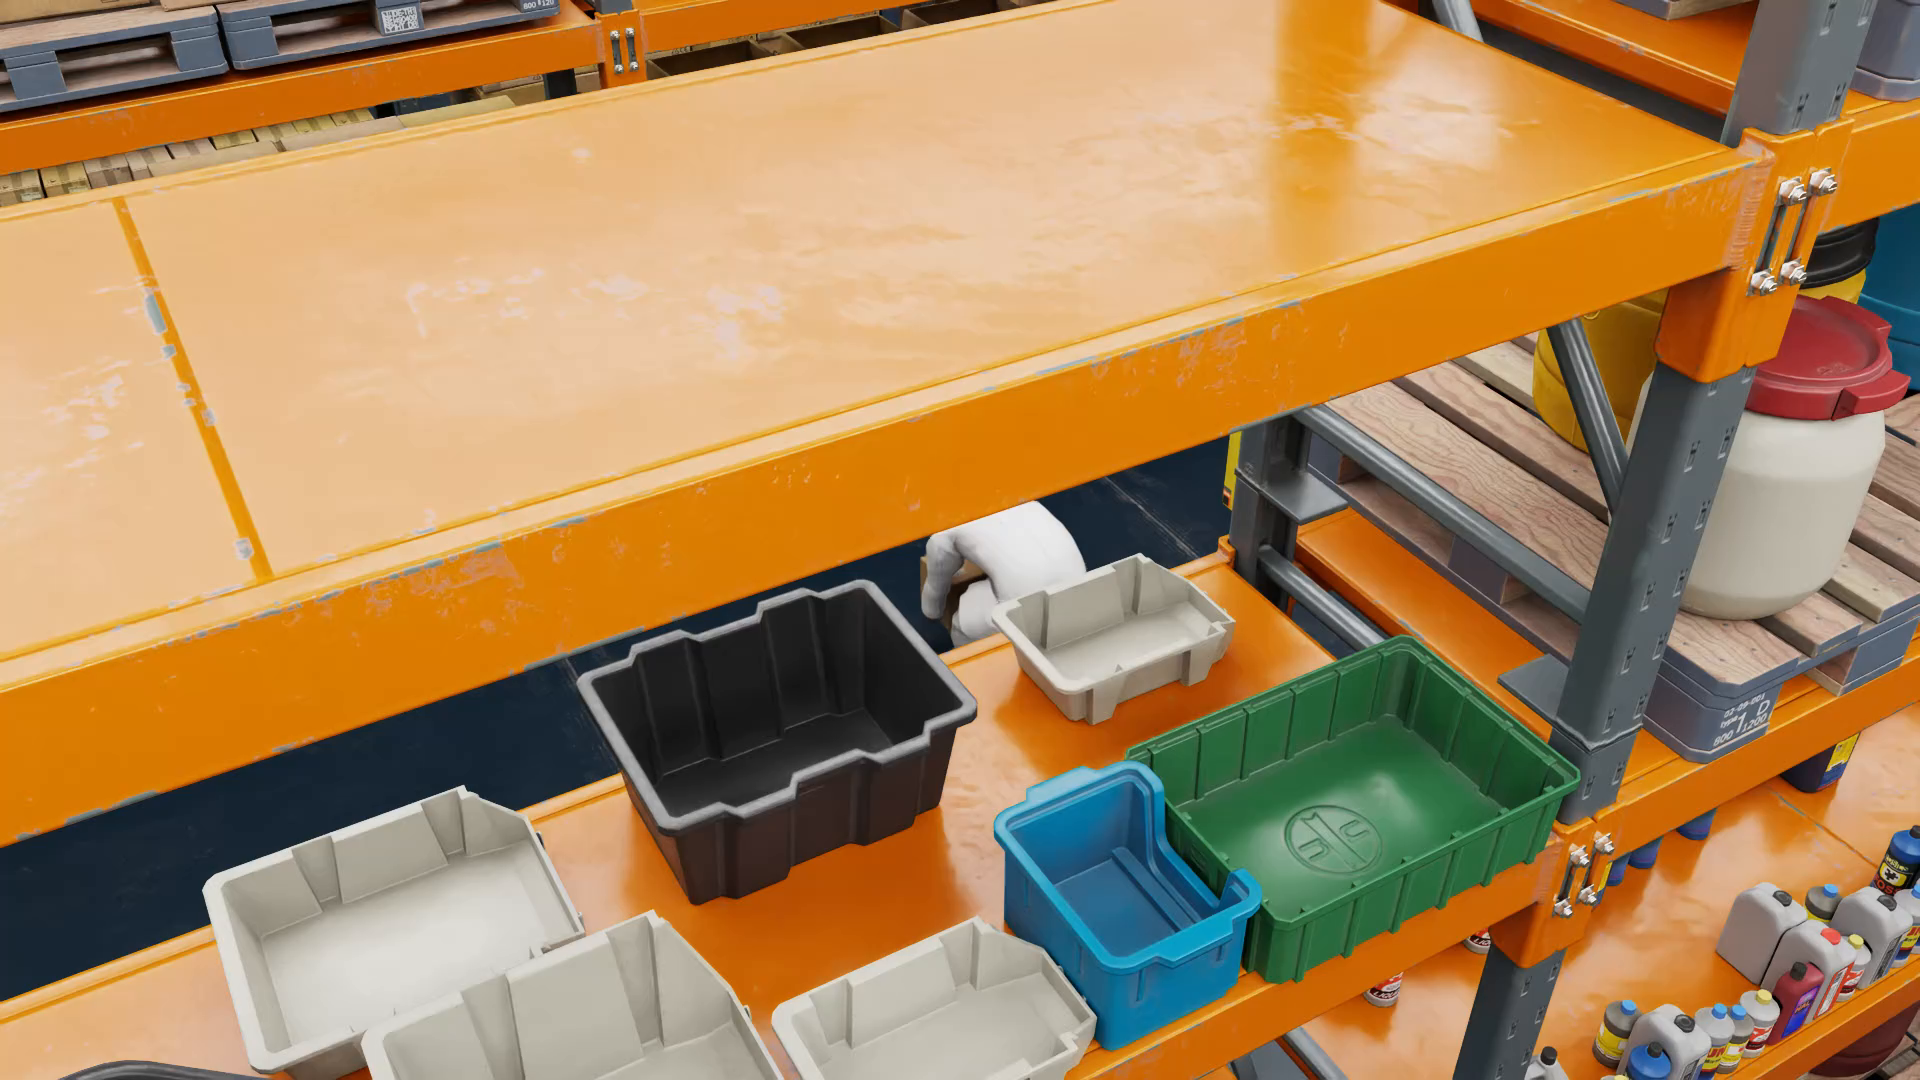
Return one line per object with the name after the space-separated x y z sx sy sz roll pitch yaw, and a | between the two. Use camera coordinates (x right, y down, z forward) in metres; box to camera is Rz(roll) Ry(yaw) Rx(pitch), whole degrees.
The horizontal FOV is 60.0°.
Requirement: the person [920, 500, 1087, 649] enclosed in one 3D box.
0.170 0.261 7.163 0.581 1.094 0.941 -21 41 -26 | person
